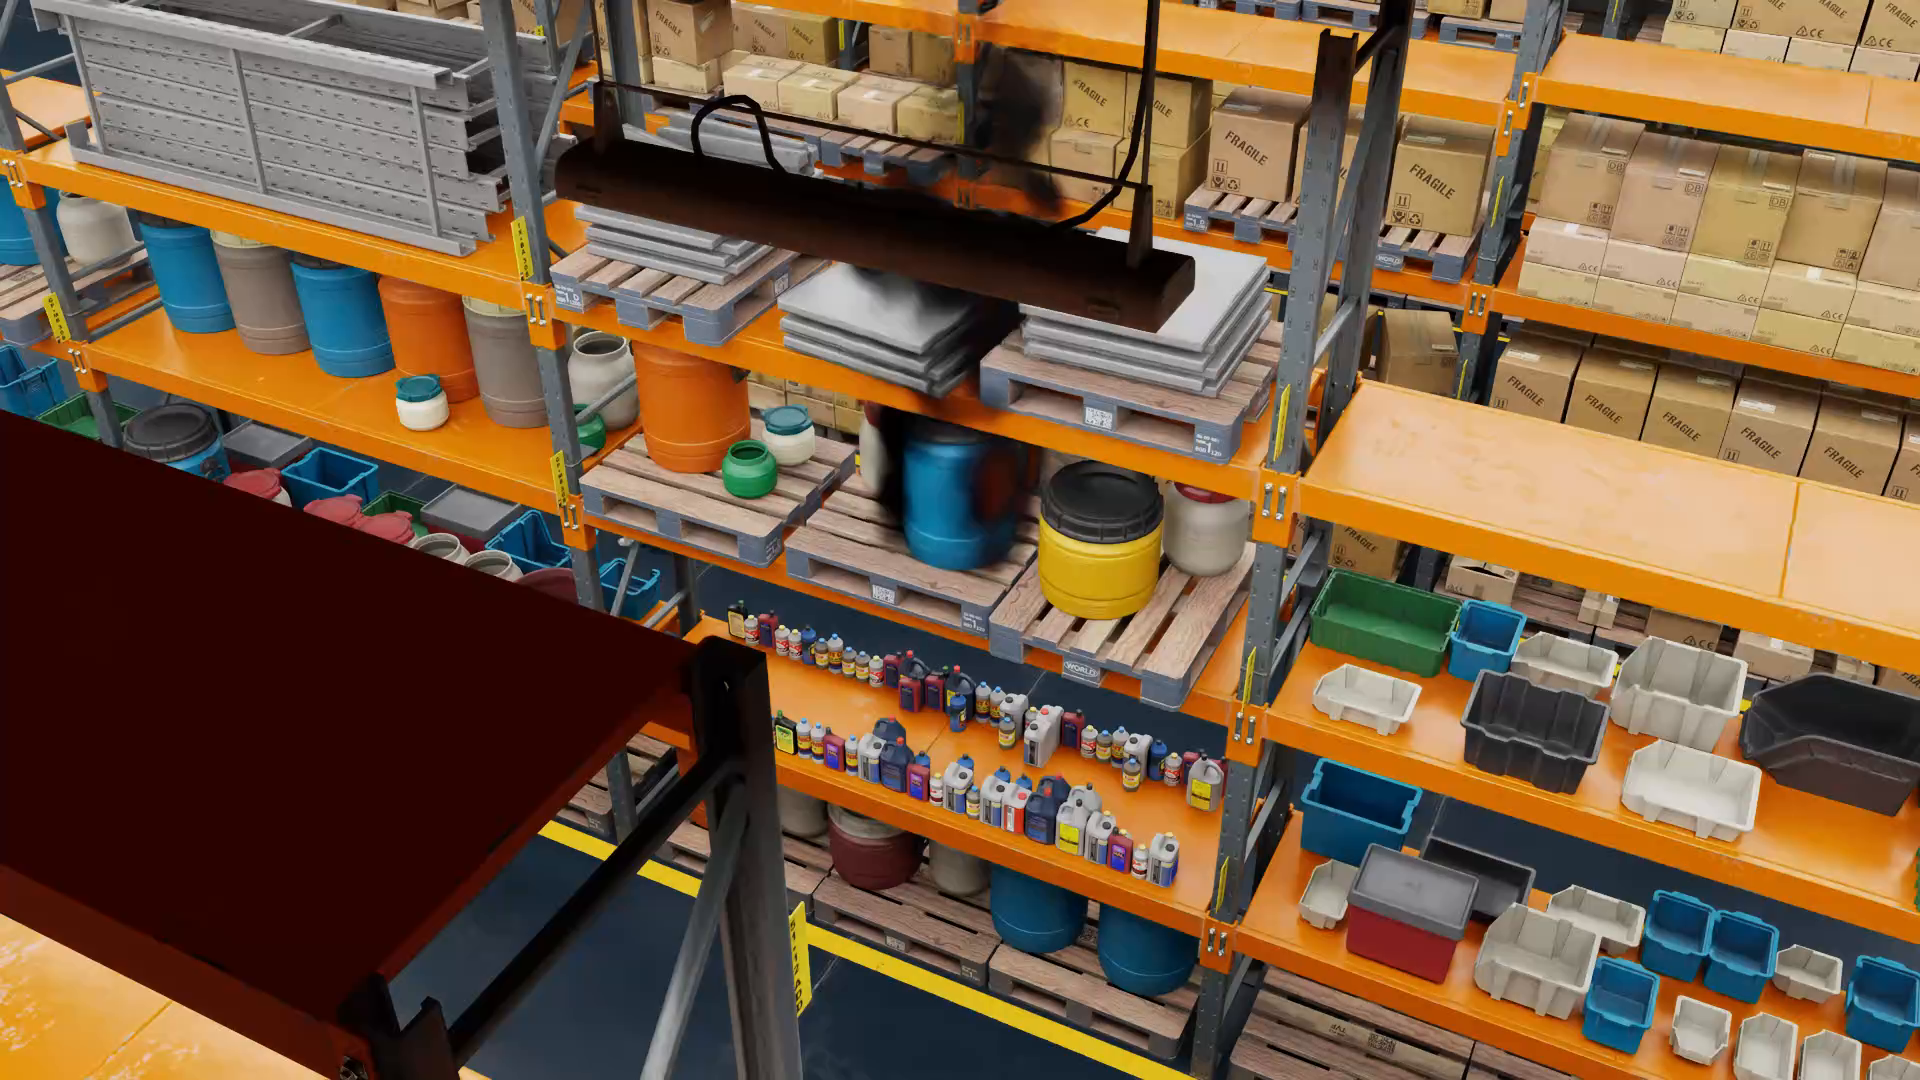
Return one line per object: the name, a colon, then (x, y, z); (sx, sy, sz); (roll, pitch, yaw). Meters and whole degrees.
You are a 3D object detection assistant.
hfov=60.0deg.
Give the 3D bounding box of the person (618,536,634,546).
person: (-2.449, -0.674, 13.383); (0.774, 1.710, 0.552); (9, 36, 12)
